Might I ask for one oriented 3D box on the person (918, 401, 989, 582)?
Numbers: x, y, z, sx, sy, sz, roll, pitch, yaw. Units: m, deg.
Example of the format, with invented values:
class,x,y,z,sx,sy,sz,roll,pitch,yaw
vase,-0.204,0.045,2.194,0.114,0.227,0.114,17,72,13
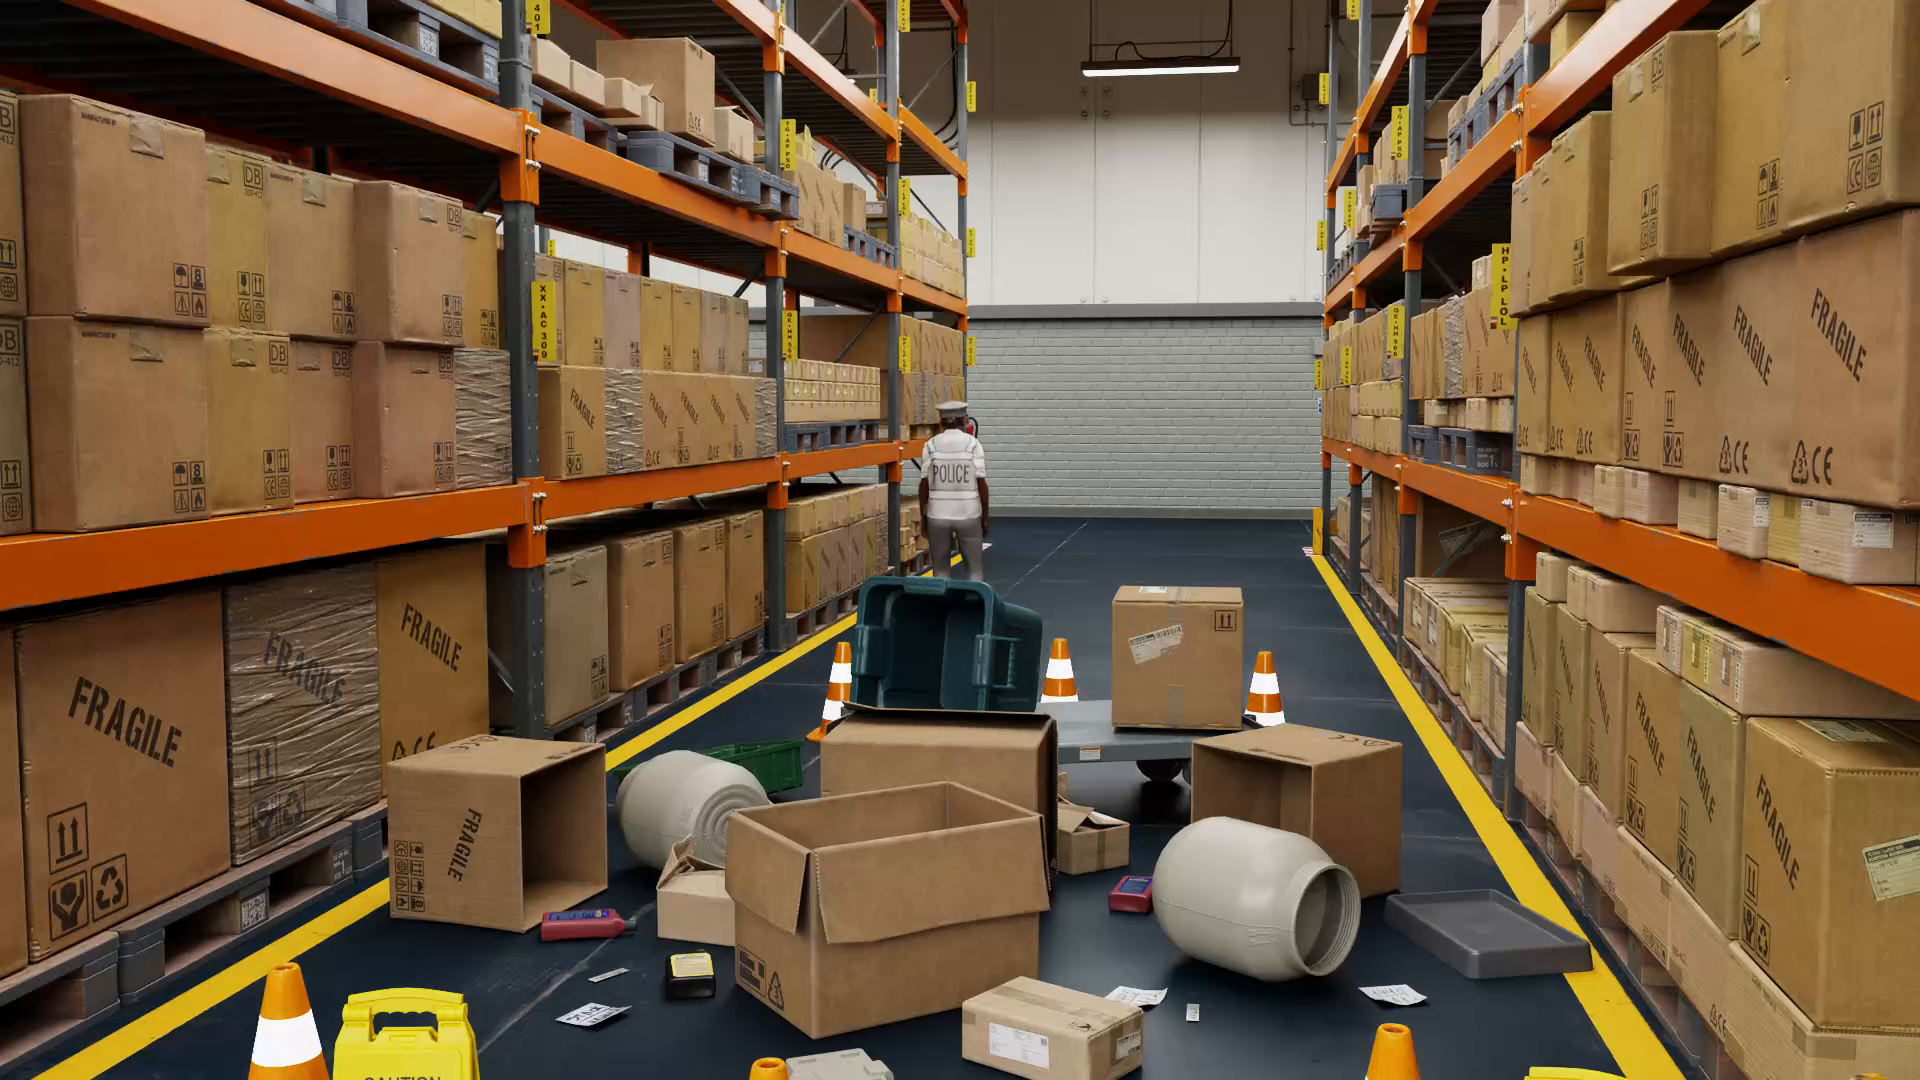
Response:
class,x,y,z,sx,sy,sz,roll,pitch,yaw
person,-0.030,-0.130,11.536,0.509,1.658,0.425,1,5,6
